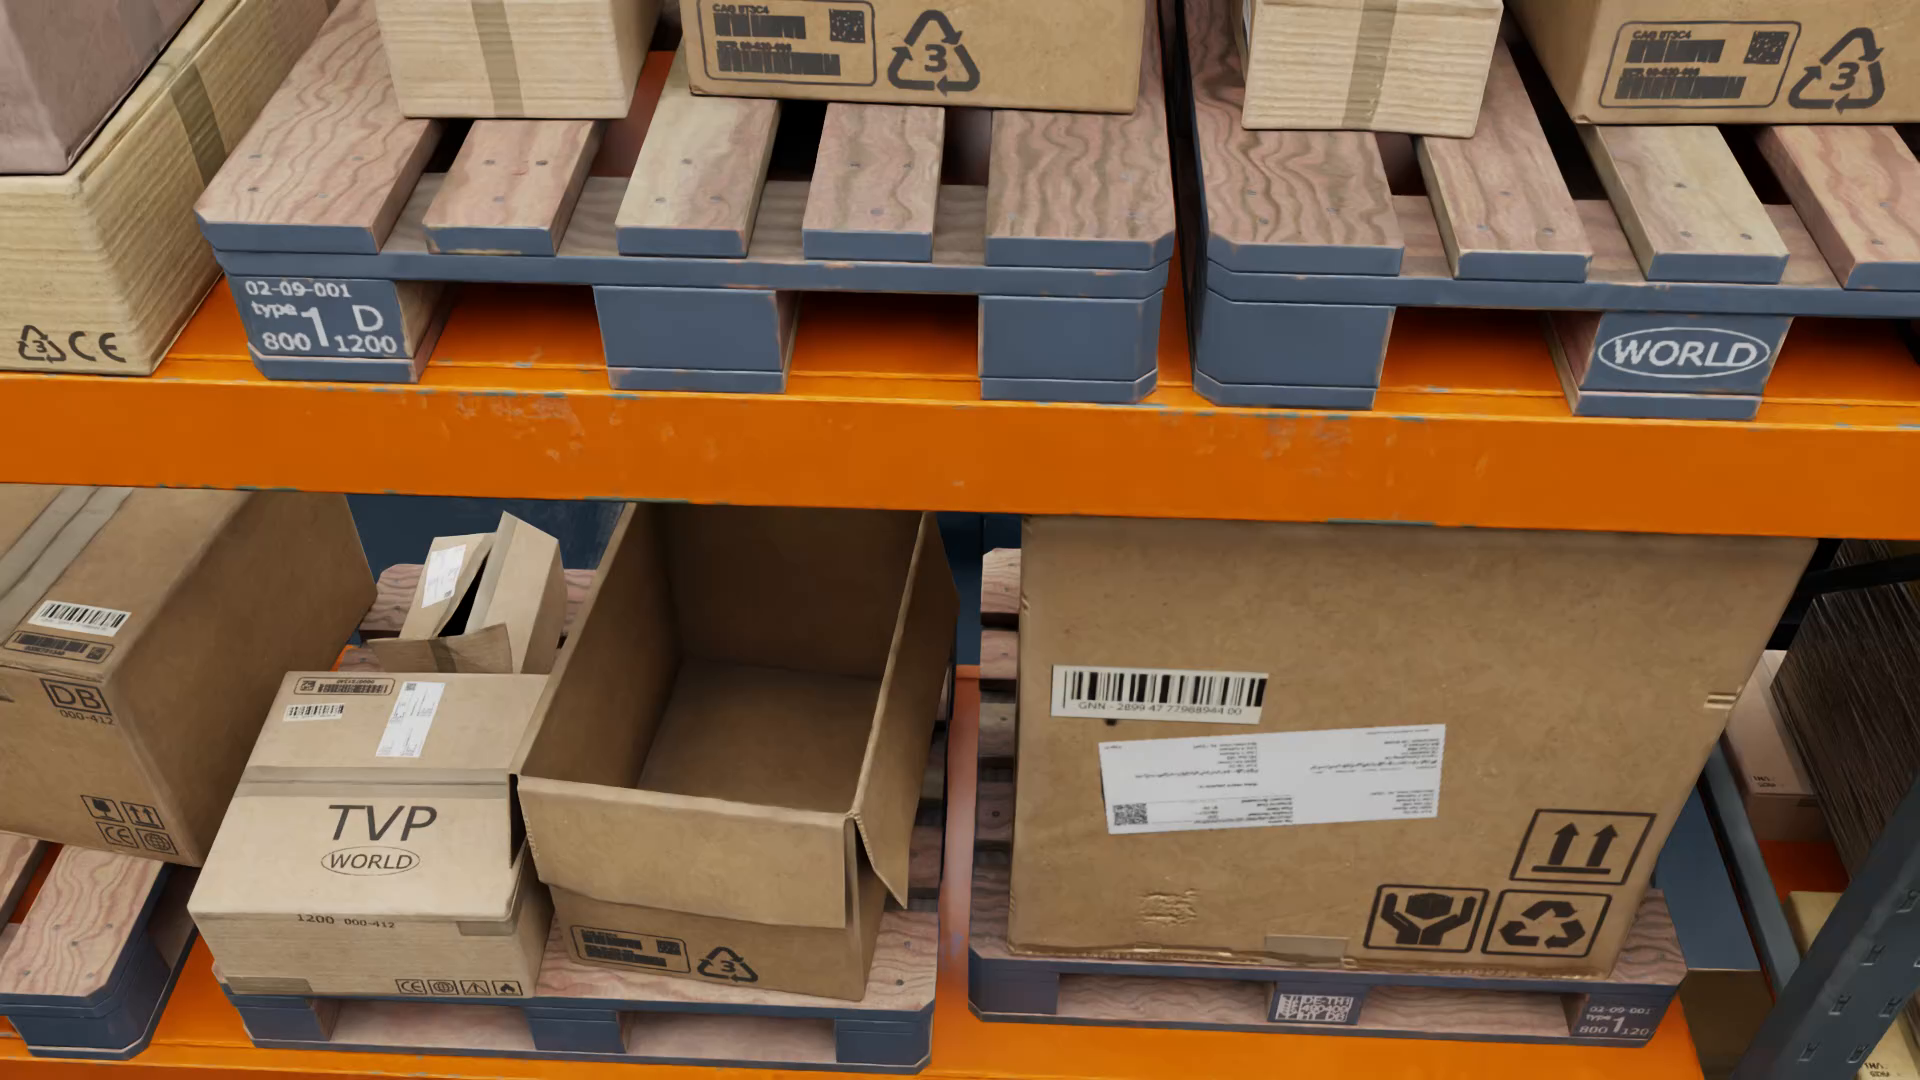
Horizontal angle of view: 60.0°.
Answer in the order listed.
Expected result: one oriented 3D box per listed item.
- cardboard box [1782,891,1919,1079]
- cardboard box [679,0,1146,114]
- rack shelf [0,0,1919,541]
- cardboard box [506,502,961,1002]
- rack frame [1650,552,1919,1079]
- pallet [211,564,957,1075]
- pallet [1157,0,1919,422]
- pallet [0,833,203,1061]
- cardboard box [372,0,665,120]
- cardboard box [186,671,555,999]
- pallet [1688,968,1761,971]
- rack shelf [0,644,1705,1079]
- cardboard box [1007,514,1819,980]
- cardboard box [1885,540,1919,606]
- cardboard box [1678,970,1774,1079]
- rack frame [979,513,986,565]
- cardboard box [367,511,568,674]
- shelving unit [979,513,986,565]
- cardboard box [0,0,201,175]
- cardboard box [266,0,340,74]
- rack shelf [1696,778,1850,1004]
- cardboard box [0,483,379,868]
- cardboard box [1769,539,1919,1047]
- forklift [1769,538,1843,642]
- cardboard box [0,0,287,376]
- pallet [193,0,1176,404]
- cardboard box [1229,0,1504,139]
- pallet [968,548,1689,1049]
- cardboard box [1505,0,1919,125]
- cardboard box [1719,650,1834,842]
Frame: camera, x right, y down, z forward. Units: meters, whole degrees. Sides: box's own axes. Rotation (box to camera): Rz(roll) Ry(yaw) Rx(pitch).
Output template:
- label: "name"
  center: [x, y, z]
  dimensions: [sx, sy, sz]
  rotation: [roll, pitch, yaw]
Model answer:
- label: "cardboard box"
  center: [1.591, 0.807, 2.867]
  dimensions: [0.250, 0.149, 0.380]
  rotation: [2, 43, 2]
- label: "cardboard box"
  center: [-0.016, -0.895, 1.926]
  dimensions: [0.637, 0.503, 0.797]
  rotation: [3, 43, 4]
- label: "rack shelf"
  center: [-0.608, -0.392, 2.297]
  dimensions: [4.000, 0.370, 1.077]
  rotation: [2, 43, 2]
- label: "cardboard box"
  center: [-0.346, 0.322, 2.820]
  dimensions: [0.637, 0.503, 0.797]
  rotation: [6, 43, 6]
- label: "rack frame"
  center: [1.390, 0.504, 3.008]
  dimensions: [0.127, 3.000, 1.000]
  rotation: [2, 43, 2]
- label: "pallet"
  center: [-0.626, 0.484, 3.170]
  dimensions: [1.213, 0.211, 1.003]
  rotation: [2, 43, 2]
- label: "pallet"
  center: [0.778, -0.616, 2.148]
  dimensions: [1.003, 0.211, 1.213]
  rotation: [2, 43, 2]
- label: "pallet"
  center: [-1.889, 0.401, 3.260]
  dimensions: [1.003, 0.211, 1.213]
  rotation: [2, 43, 2]
- label: "cardboard box"
  center: [-0.487, -0.651, 1.911]
  dimensions: [0.250, 0.166, 0.380]
  rotation: [1, 43, 1]
- label: "cardboard box"
  center: [-0.942, 0.490, 2.825]
  dimensions: [0.500, 0.250, 0.500]
  rotation: [1, 43, 1]
- label: "pallet"
  center: [2.063, 1.521, 3.963]
  dimensions: [1.213, 0.211, 1.003]
  rotation: [2, 43, 2]
- label: "rack shelf"
  center: [-0.608, 0.706, 3.319]
  dimensions: [4.000, 0.370, 1.077]
  rotation: [2, 43, 2]
- label: "cardboard box"
  center: [0.603, 0.011, 2.789]
  dimensions: [1.000, 1.000, 1.000]
  rotation: [2, 43, 2]
- label: "cardboard box"
  center: [1.852, -0.181, 2.718]
  dimensions: [0.500, 0.500, 0.500]
  rotation: [2, 43, 2]
- label: "cardboard box"
  center: [1.788, 1.304, 3.675]
  dimensions: [0.500, 0.500, 0.500]
  rotation: [1, 43, 1]
- label: "rack frame"
  center: [0.078, -0.437, 5.338]
  dimensions: [0.015, 1.200, 0.240]
  rotation: [2, 43, 2]
- label: "cardboard box"
  center: [-0.928, 0.144, 3.185]
  dimensions: [0.258, 0.266, 0.396]
  rotation: [1, 43, 1]
- label: "shelving unit"
  center: [-0.165, -0.444, 5.346]
  dimensions: [0.503, 1.200, 0.258]
  rotation: [2, 43, 2]
- label: "cardboard box"
  center: [-1.138, -0.718, 1.679]
  dimensions: [0.500, 0.500, 0.500]
  rotation: [1, 43, 1]
- label: "cardboard box"
  center: [-1.122, -0.791, 2.307]
  dimensions: [0.500, 0.250, 0.500]
  rotation: [3, 43, 3]
- label: "rack shelf"
  center: [3.388, 0.829, 3.188]
  dimensions: [4.000, 0.370, 1.077]
  rotation: [2, 43, 2]
- label: "cardboard box"
  center: [-1.502, 0.129, 3.029]
  dimensions: [0.500, 0.500, 0.700]
  rotation: [8, 44, 8]
- label: "cardboard box"
  center: [1.837, 0.414, 2.813]
  dimensions: [0.500, 0.500, 0.875]
  rotation: [2, 43, 2]
- label: "forklift"
  center: [3.000, -1.070, 4.748]
  dimensions: [3.031, 2.935, 1.130]
  rotation: [0, 43, 0]
- label: "cardboard box"
  center: [-1.121, -0.448, 1.940]
  dimensions: [0.500, 0.250, 0.500]
  rotation: [3, 43, 3]
- label: "pallet"
  center: [-0.258, -0.646, 2.180]
  dimensions: [1.003, 0.211, 1.213]
  rotation: [2, 43, 2]
- label: "cardboard box"
  center: [0.447, -0.659, 1.846]
  dimensions: [0.258, 0.266, 0.396]
  rotation: [3, 43, 3]
- label: "pallet"
  center: [0.633, 0.452, 3.205]
  dimensions: [1.213, 0.211, 1.003]
  rotation: [2, 43, 2]
- label: "cardboard box"
  center: [0.925, -0.867, 1.895]
  dimensions: [0.637, 0.503, 0.797]
  rotation: [0, 43, 0]
- label: "cardboard box"
  center: [1.618, 0.402, 3.302]
  dimensions: [0.250, 0.149, 0.380]
  rotation: [2, 43, 2]
